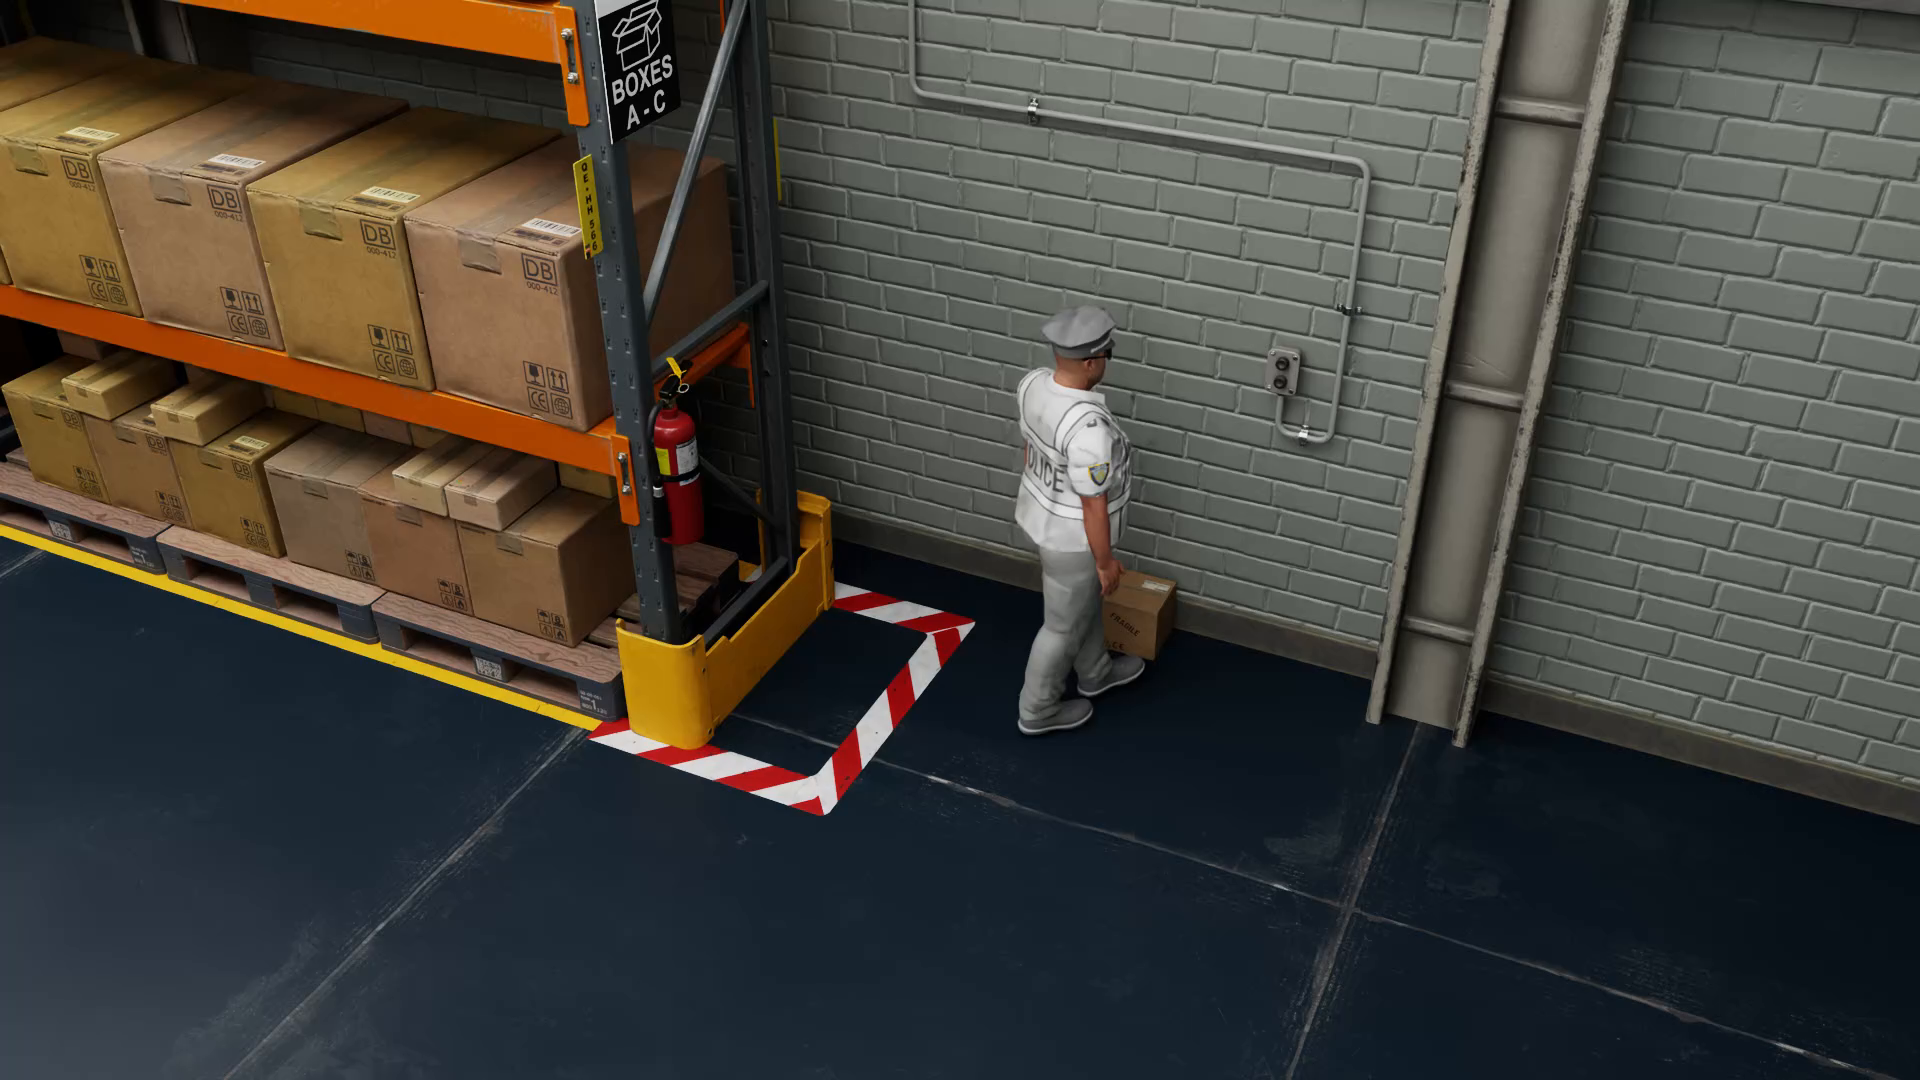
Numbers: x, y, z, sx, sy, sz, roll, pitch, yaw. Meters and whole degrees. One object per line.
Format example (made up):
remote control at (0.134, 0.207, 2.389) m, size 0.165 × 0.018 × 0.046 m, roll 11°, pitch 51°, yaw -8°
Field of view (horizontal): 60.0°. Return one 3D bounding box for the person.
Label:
person at (0.506, -0.066, 6.213) m, size 0.642 × 1.746 × 0.535 m, roll -12°, pitch 35°, yaw -18°
